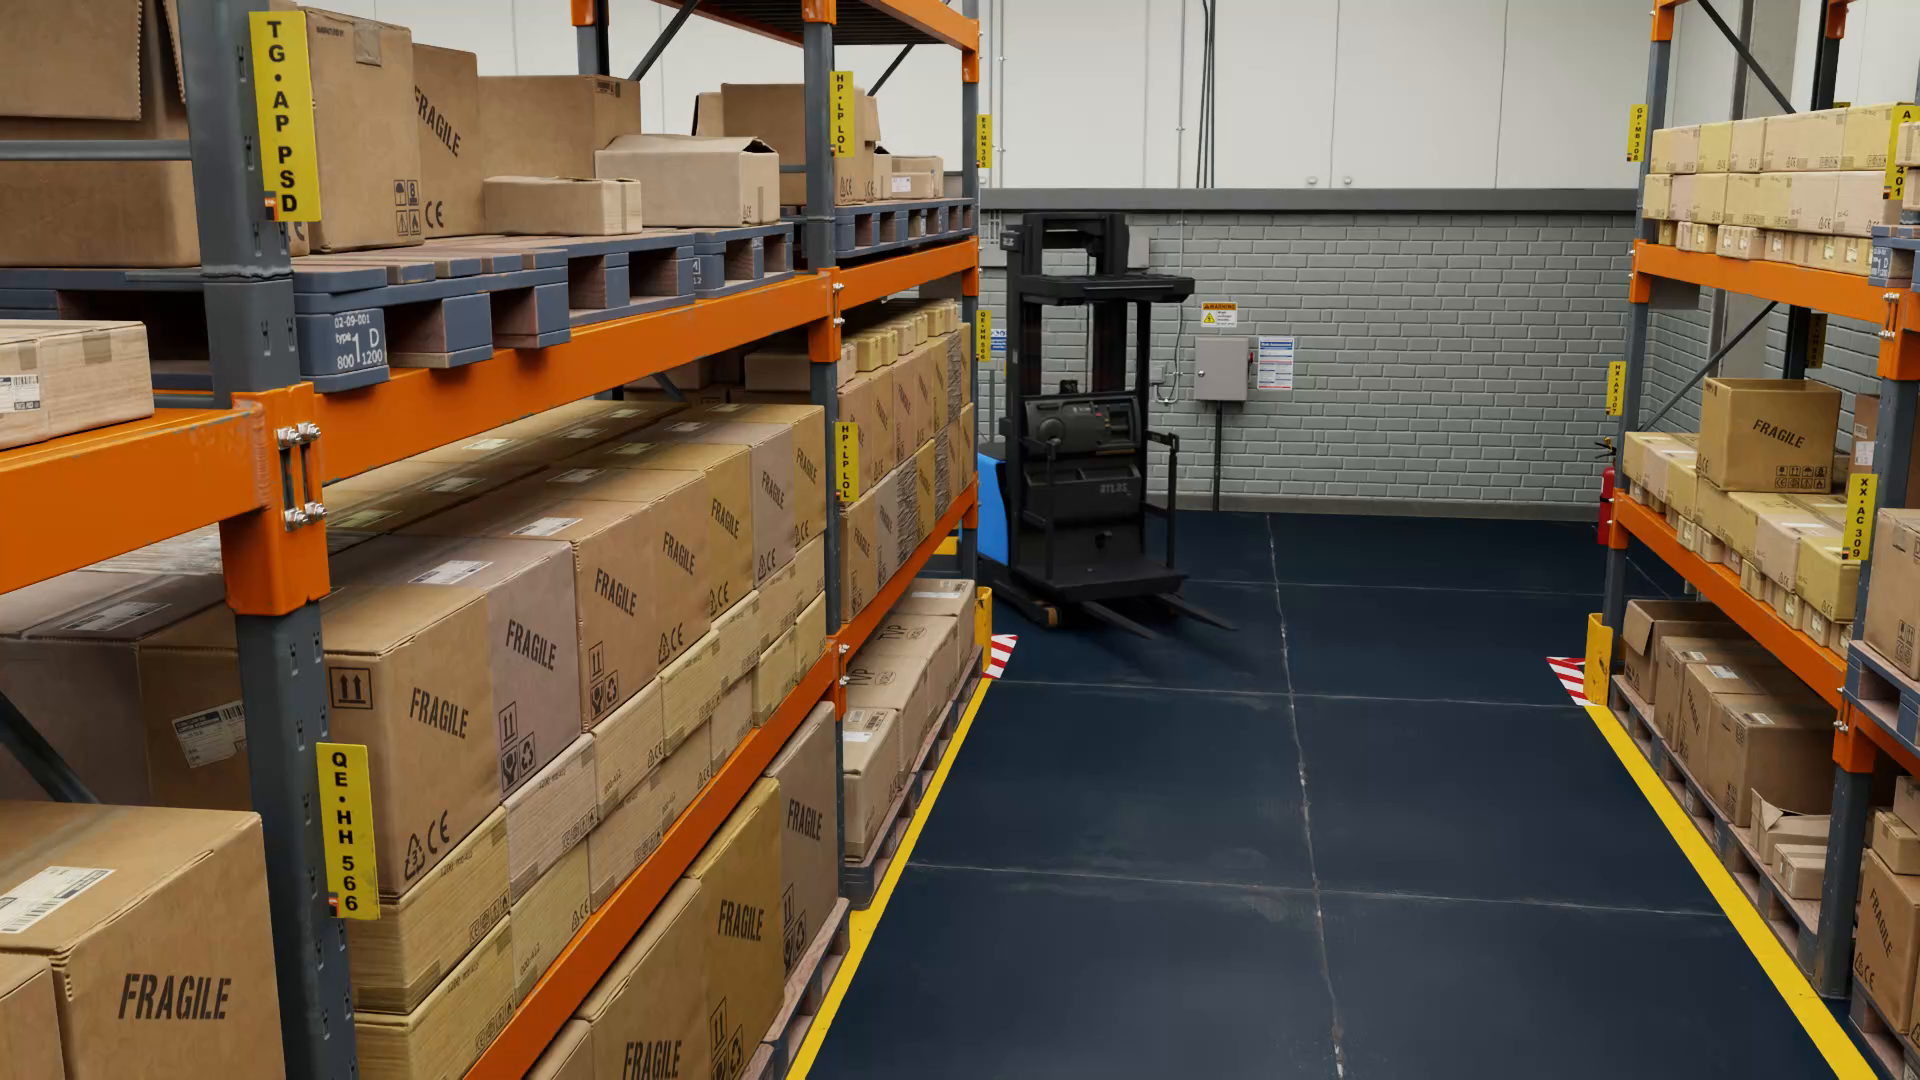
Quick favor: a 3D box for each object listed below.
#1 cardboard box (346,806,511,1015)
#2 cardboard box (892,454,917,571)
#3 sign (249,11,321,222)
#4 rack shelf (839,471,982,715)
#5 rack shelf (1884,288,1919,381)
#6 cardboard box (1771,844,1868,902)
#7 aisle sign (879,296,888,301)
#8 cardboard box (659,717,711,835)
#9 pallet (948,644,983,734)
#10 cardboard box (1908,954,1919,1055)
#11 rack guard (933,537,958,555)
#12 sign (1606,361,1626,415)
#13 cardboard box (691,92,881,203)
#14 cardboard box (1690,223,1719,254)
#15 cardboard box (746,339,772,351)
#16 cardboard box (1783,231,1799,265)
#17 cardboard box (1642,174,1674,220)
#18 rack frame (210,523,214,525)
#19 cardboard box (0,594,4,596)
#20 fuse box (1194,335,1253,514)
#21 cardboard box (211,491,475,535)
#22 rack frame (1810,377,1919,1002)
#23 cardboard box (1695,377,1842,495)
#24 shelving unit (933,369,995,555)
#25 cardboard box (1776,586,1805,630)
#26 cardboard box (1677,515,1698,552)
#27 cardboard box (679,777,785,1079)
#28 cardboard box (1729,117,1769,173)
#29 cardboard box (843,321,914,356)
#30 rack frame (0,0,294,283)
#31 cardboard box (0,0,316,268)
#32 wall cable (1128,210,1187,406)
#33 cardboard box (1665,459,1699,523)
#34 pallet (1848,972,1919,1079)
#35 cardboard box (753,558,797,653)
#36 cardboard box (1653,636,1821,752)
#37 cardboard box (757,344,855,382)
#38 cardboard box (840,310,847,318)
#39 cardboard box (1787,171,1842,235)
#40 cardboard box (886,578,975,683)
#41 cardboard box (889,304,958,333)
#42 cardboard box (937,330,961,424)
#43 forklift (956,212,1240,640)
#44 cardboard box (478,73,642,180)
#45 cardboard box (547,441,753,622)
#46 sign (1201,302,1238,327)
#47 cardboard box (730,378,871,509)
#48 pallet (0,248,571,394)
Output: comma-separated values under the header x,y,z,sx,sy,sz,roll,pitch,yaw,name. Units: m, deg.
x,y,z,sx,sy,sz,roll,pitch,yaw,name
-1.295,0.758,3.528,0.500,0.250,0.500,2,12,8,cardboard box
-0.507,-0.153,8.344,0.500,0.500,0.500,2,12,9,cardboard box
-1.081,-0.675,2.658,0.100,0.325,0.005,2,12,9,sign
-0.695,0.129,8.983,1.077,0.370,4.000,2,12,9,rack shelf
3.595,-0.345,4.061,1.077,0.370,4.000,2,12,9,rack shelf
3.699,1.416,7.071,0.380,0.149,0.250,2,12,7,cardboard box
-0.662,-1.934,10.679,0.394,0.787,0.004,2,12,9,aisle sign
-1.073,0.686,5.044,0.500,0.250,0.500,2,12,9,cardboard box
-0.433,0.893,10.349,1.003,0.211,1.213,2,12,9,pallet
3.534,1.575,5.503,0.500,0.500,0.500,2,12,8,cardboard box
-0.088,-0.003,14.412,0.587,0.250,0.087,2,12,9,rack guard
3.982,-0.920,10.087,0.100,0.325,0.005,2,12,9,sign
-0.827,-1.859,7.902,0.797,0.503,0.637,3,12,13,cardboard box
3.996,-1.552,8.553,0.380,0.149,0.250,2,12,8,cardboard box
-1.073,-0.839,7.615,0.380,0.149,0.250,2,12,9,cardboard box
3.869,-1.287,7.320,0.380,0.149,0.250,2,12,11,cardboard box
4.180,-1.934,9.378,0.500,0.250,0.500,2,12,8,cardboard box
-5.294,-0.779,11.486,1.000,3.000,0.127,2,12,9,rack frame
-5.807,0.438,10.198,0.380,0.149,0.250,2,12,11,cardboard box
2.510,-1.086,15.969,0.539,1.711,0.414,2,12,9,fuse box
-1.643,0.162,4.510,0.500,0.500,0.500,2,12,9,cardboard box
3.903,0.353,6.233,1.000,3.000,0.127,2,12,9,rack frame
3.952,-0.520,8.156,0.500,0.500,0.500,2,12,10,cardboard box
-0.012,-0.717,14.762,0.587,1.500,1.083,2,12,9,shelving unit
3.737,0.292,7.115,0.380,0.149,0.250,2,12,10,cardboard box
3.949,-0.030,8.610,0.380,0.149,0.250,2,12,7,cardboard box
-1.150,1.347,5.671,0.875,0.875,0.875,2,12,10,cardboard box
3.973,-1.861,7.852,0.500,0.250,0.500,2,12,10,cardboard box
-0.444,-1.035,8.526,0.380,0.149,0.250,2,12,9,cardboard box
-1.617,-1.907,2.480,1.000,3.000,0.127,2,12,9,rack frame
-1.708,-0.779,3.128,0.797,0.503,0.637,1,12,5,cardboard box
1.860,-2.267,15.981,0.588,1.984,0.122,2,12,9,wall cable
4.030,-0.255,8.706,0.500,0.250,0.500,2,12,8,cardboard box
3.815,1.887,5.736,1.003,0.211,1.213,2,12,9,pallet
-0.899,0.226,5.993,0.500,0.250,0.500,2,12,10,cardboard box
4.161,0.838,8.920,0.700,0.500,0.500,2,12,11,cardboard box
-0.674,-0.772,7.307,0.380,0.149,0.250,2,12,9,cardboard box
-0.849,-1.210,9.338,0.380,0.149,0.250,2,12,9,cardboard box
3.799,-1.402,6.909,0.500,0.250,0.500,1,12,7,cardboard box
-0.390,0.549,10.413,0.875,0.438,0.875,1,12,7,cardboard box
-0.216,-1.303,9.768,0.380,0.149,0.250,2,12,8,cardboard box
-0.277,-0.959,9.713,0.500,0.500,0.500,2,12,9,cardboard box
0.997,-0.887,12.150,1.130,2.935,3.031,-5,13,-22,forklift
-1.424,-1.353,5.797,0.500,0.500,0.500,2,12,8,cardboard box
-0.992,-0.030,5.403,0.500,0.500,0.500,2,12,10,cardboard box
2.488,-2.164,15.954,0.339,0.242,0.001,2,12,9,sign
-0.690,-0.435,7.283,0.500,0.500,0.500,2,12,9,cardboard box
-1.571,-0.484,3.446,1.213,0.211,1.003,2,12,11,pallet
